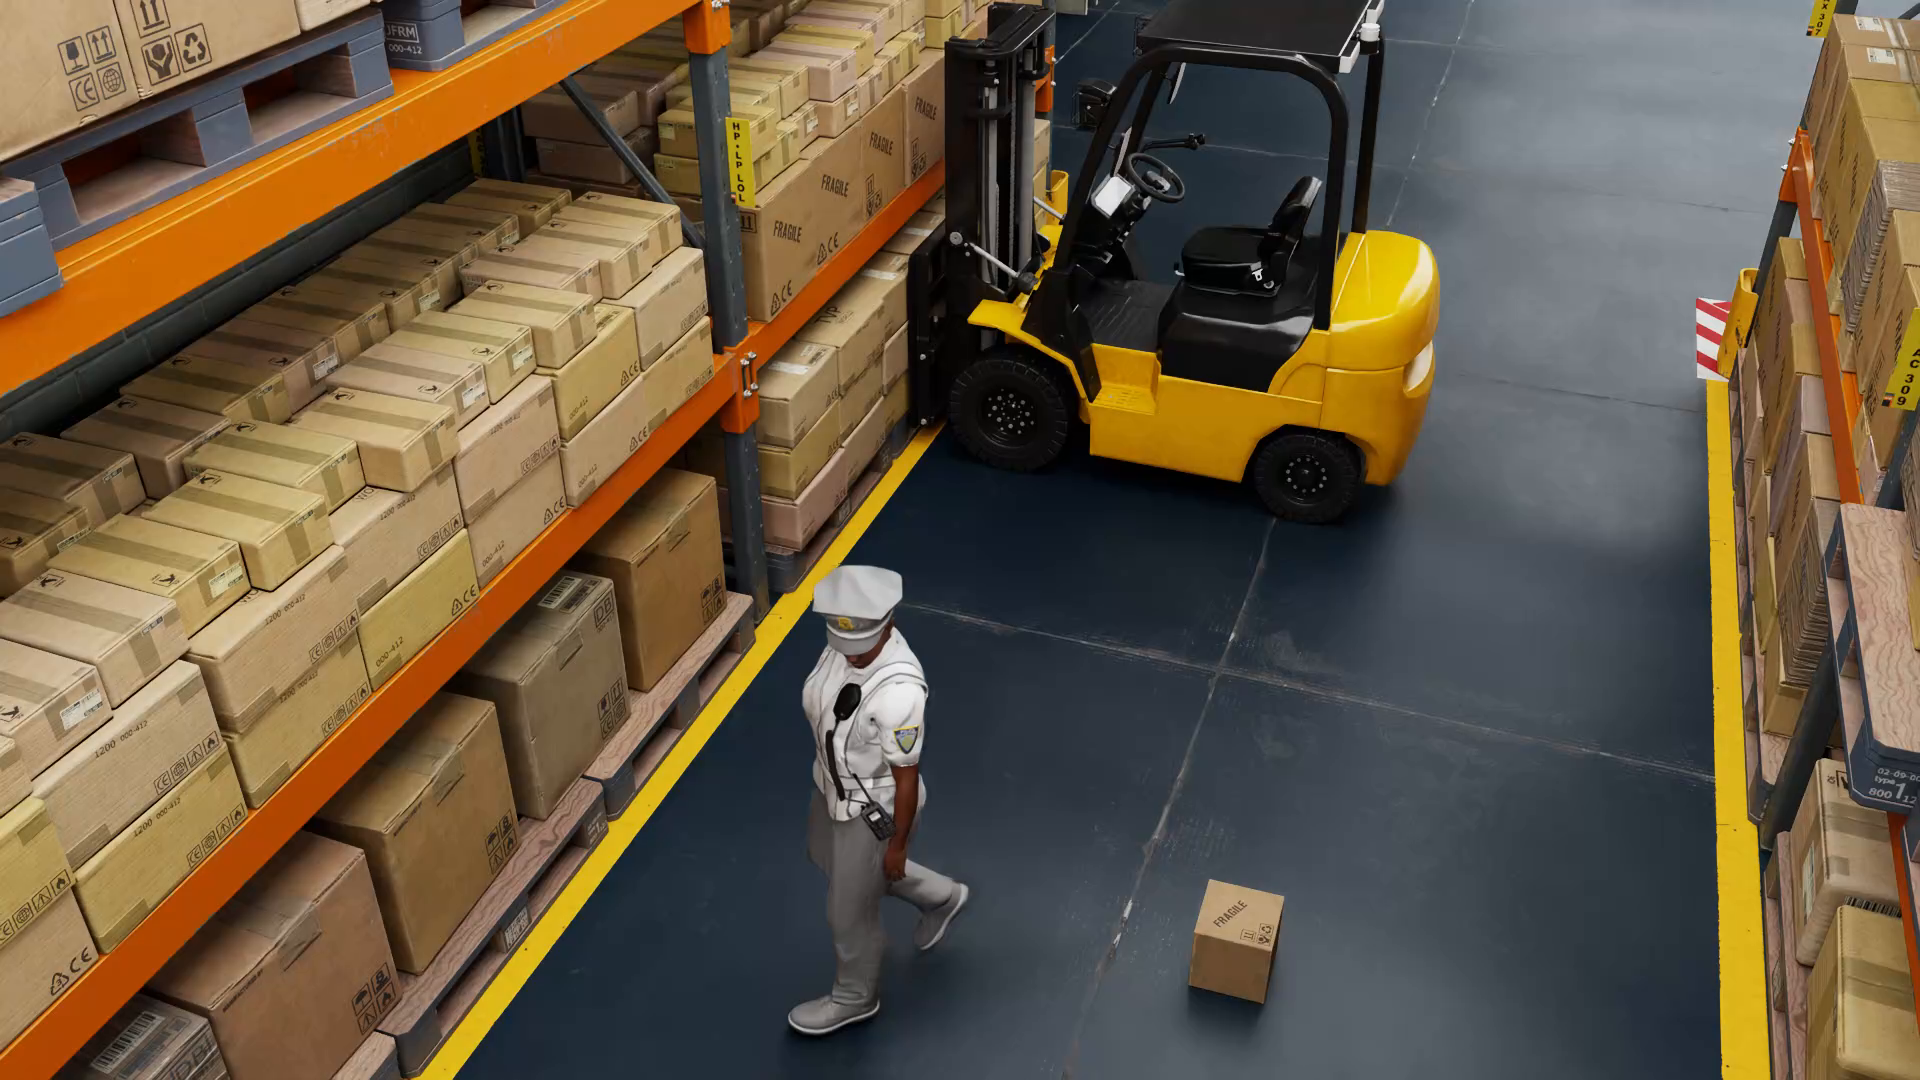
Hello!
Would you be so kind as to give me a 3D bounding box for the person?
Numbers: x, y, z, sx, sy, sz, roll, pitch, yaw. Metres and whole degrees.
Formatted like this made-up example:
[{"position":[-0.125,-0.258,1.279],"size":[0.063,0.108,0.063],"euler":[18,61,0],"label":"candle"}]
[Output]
[{"position":[-0.258,0.767,4.956],"size":[0.642,1.648,0.480],"euler":[-11,35,-16],"label":"person"}]
